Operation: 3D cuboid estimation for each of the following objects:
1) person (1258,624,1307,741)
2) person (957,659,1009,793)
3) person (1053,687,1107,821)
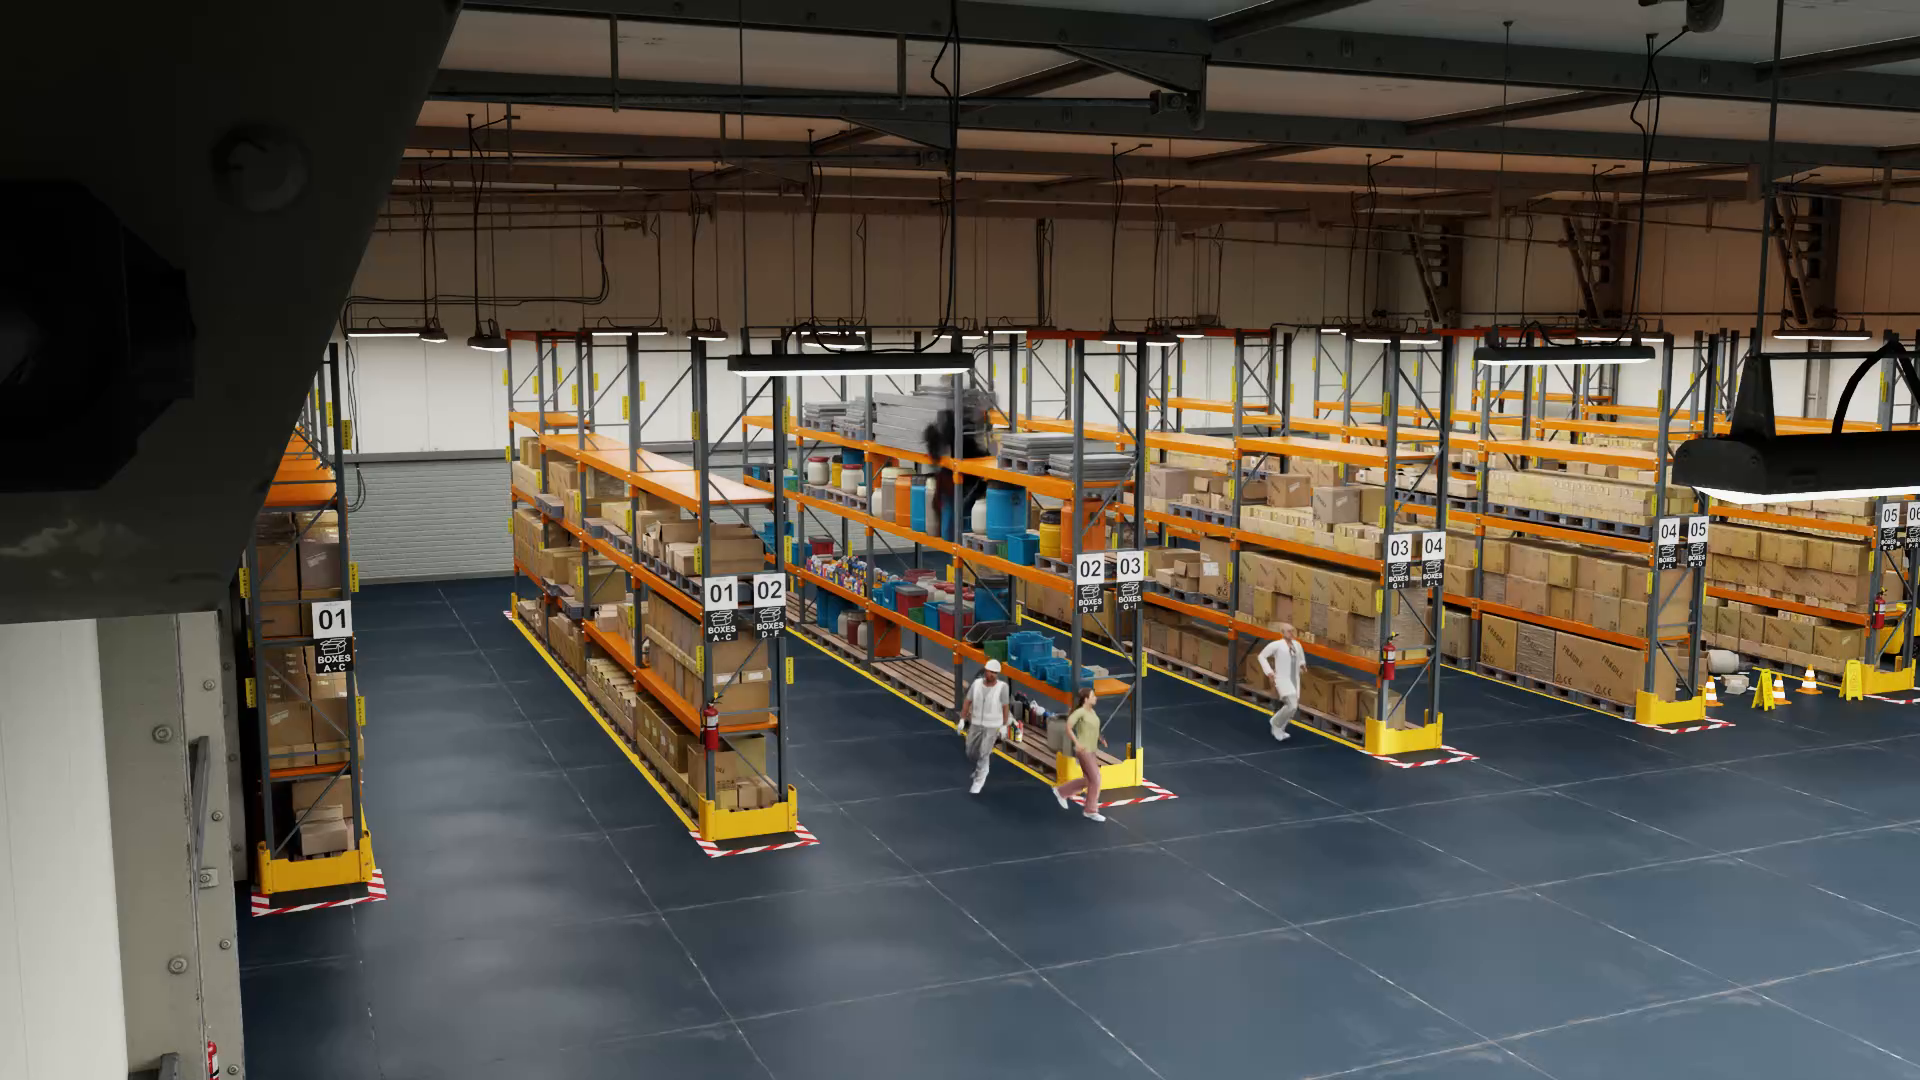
[{"bbox_3d":[4.854,2.112,24.609,0.682,1.744,0.707,-5,9,-32],"label":"person"},{"bbox_3d":[0.341,2.423,21.881,0.615,1.756,0.648,4,9,27],"label":"person"},{"bbox_3d":[1.557,2.678,21.059,0.731,1.653,0.614,4,9,25],"label":"person"}]
